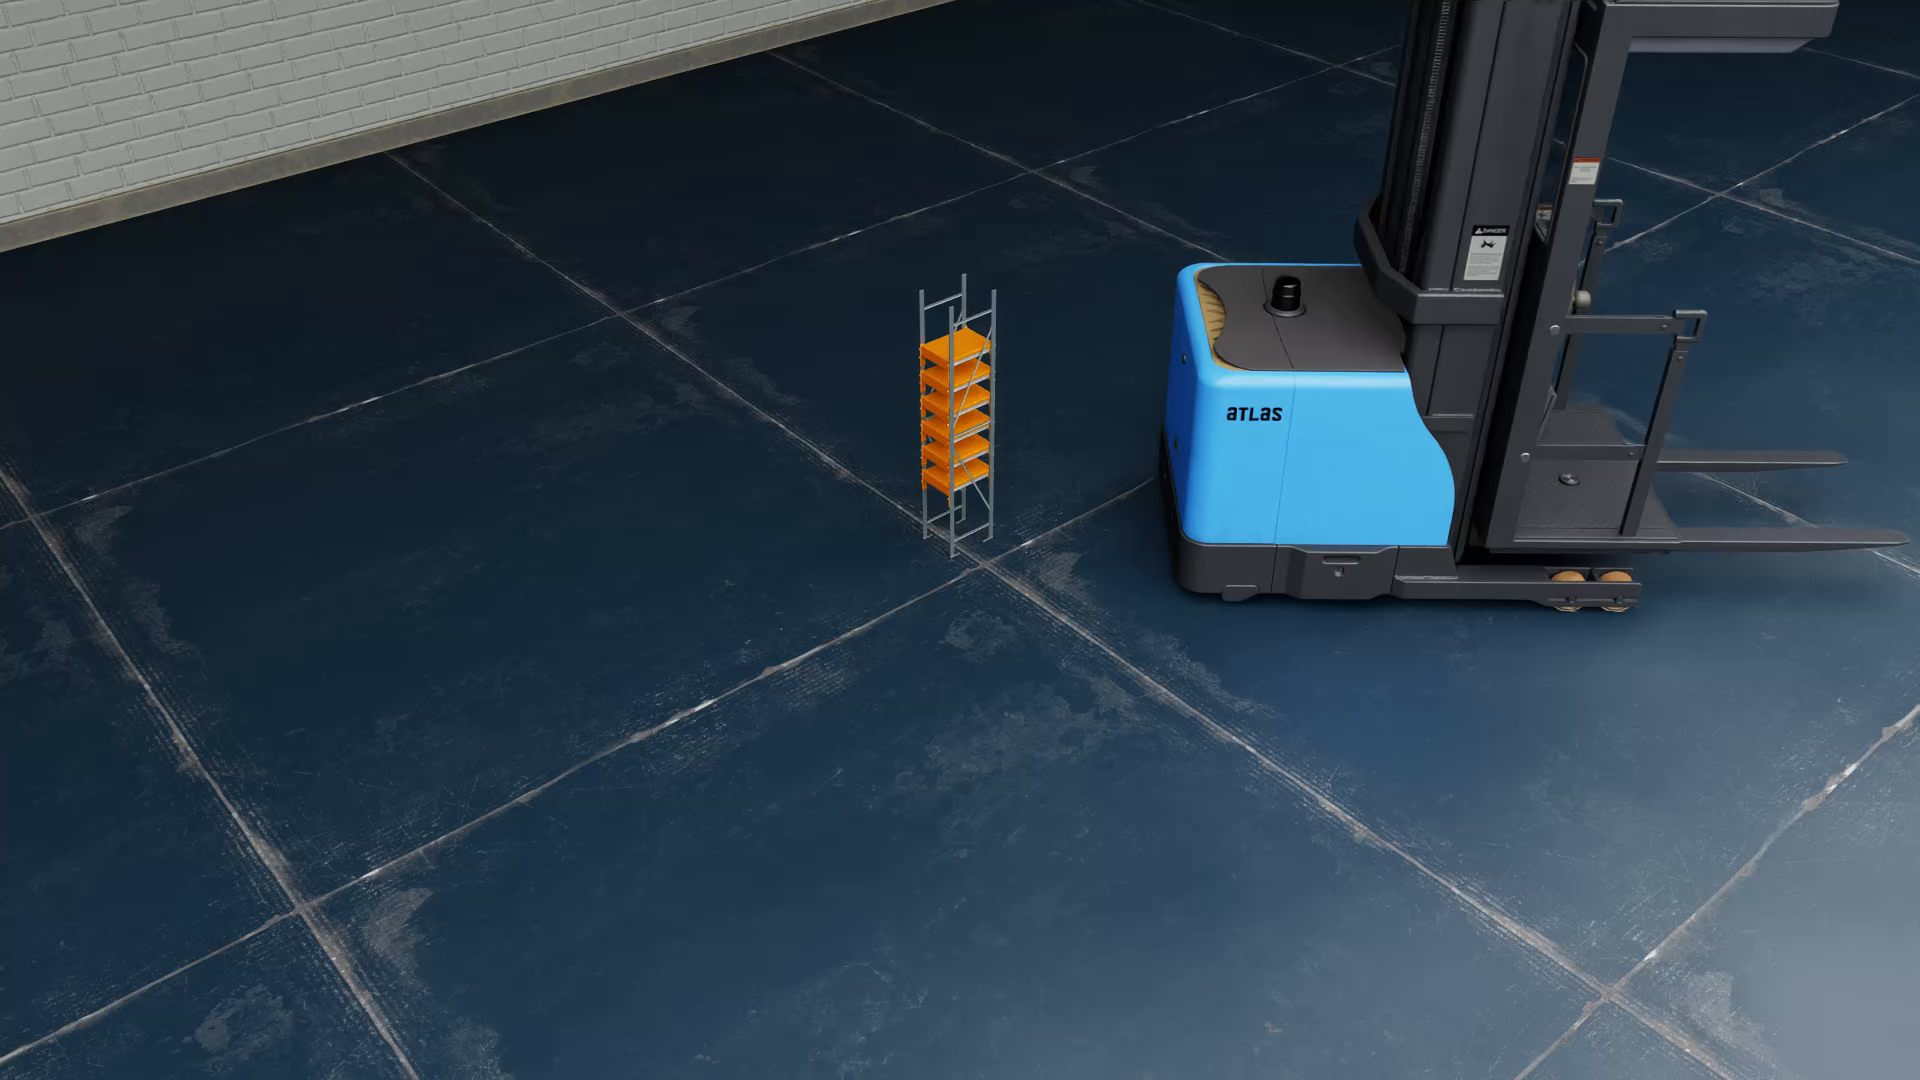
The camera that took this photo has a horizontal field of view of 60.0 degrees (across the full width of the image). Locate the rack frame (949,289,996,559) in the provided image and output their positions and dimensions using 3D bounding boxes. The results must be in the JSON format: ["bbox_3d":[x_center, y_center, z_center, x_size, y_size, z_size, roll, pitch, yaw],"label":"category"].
[{"bbox_3d":[0.050,-0.456,6.855,0.240,1.200,0.006,-26,43,-32],"label":"rack frame"}]

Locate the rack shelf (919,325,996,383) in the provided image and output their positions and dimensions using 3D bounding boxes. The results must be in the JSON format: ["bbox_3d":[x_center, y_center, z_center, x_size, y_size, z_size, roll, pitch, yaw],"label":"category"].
[{"bbox_3d":[-0.009,-0.754,6.730,0.258,0.103,0.180,-26,43,-32],"label":"rack shelf"}]

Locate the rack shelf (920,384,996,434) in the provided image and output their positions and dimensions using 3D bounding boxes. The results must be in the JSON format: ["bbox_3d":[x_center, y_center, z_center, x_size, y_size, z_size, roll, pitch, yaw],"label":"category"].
[{"bbox_3d":[-0.009,-0.558,6.869,0.258,0.103,0.180,-26,43,-32],"label":"rack shelf"}]

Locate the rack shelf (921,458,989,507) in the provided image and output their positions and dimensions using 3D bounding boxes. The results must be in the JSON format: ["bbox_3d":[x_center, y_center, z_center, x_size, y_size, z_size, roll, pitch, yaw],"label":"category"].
[{"bbox_3d":[-0.009,-0.264,7.077,0.258,0.103,0.180,-26,43,-32],"label":"rack shelf"}]

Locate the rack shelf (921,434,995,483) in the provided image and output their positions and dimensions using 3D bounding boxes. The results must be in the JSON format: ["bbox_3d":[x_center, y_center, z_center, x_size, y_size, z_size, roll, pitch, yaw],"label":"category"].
[{"bbox_3d":[-0.009,-0.362,7.007,0.258,0.103,0.180,-26,43,-32],"label":"rack shelf"}]

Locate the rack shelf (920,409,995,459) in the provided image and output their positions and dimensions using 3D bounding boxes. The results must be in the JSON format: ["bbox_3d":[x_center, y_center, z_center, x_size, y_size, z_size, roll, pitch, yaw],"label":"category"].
[{"bbox_3d":[-0.009,-0.460,6.938,0.258,0.103,0.180,-26,43,-32],"label":"rack shelf"}]

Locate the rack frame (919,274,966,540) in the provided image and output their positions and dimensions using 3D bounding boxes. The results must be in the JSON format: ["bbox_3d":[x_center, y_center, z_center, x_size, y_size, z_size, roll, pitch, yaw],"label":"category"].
[{"bbox_3d":[-0.068,-0.536,6.969,0.240,1.200,0.006,-26,43,-32],"label":"rack frame"}]

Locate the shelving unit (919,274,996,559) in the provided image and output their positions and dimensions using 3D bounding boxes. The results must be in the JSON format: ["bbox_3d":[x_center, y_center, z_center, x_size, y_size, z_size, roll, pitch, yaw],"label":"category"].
[{"bbox_3d":[-0.009,-0.496,6.912,0.258,1.200,0.189,-26,43,-32],"label":"shelving unit"}]

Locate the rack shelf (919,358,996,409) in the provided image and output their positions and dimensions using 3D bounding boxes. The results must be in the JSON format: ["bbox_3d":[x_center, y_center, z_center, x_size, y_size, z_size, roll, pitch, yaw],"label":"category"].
[{"bbox_3d":[-0.009,-0.656,6.799,0.258,0.103,0.180,-26,43,-32],"label":"rack shelf"}]

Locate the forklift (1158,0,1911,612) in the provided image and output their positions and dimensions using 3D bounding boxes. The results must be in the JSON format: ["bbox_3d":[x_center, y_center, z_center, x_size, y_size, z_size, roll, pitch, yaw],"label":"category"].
[{"bbox_3d":[2.414,-1.212,6.425,3.031,2.935,1.130,0,35,1],"label":"forklift"}]
